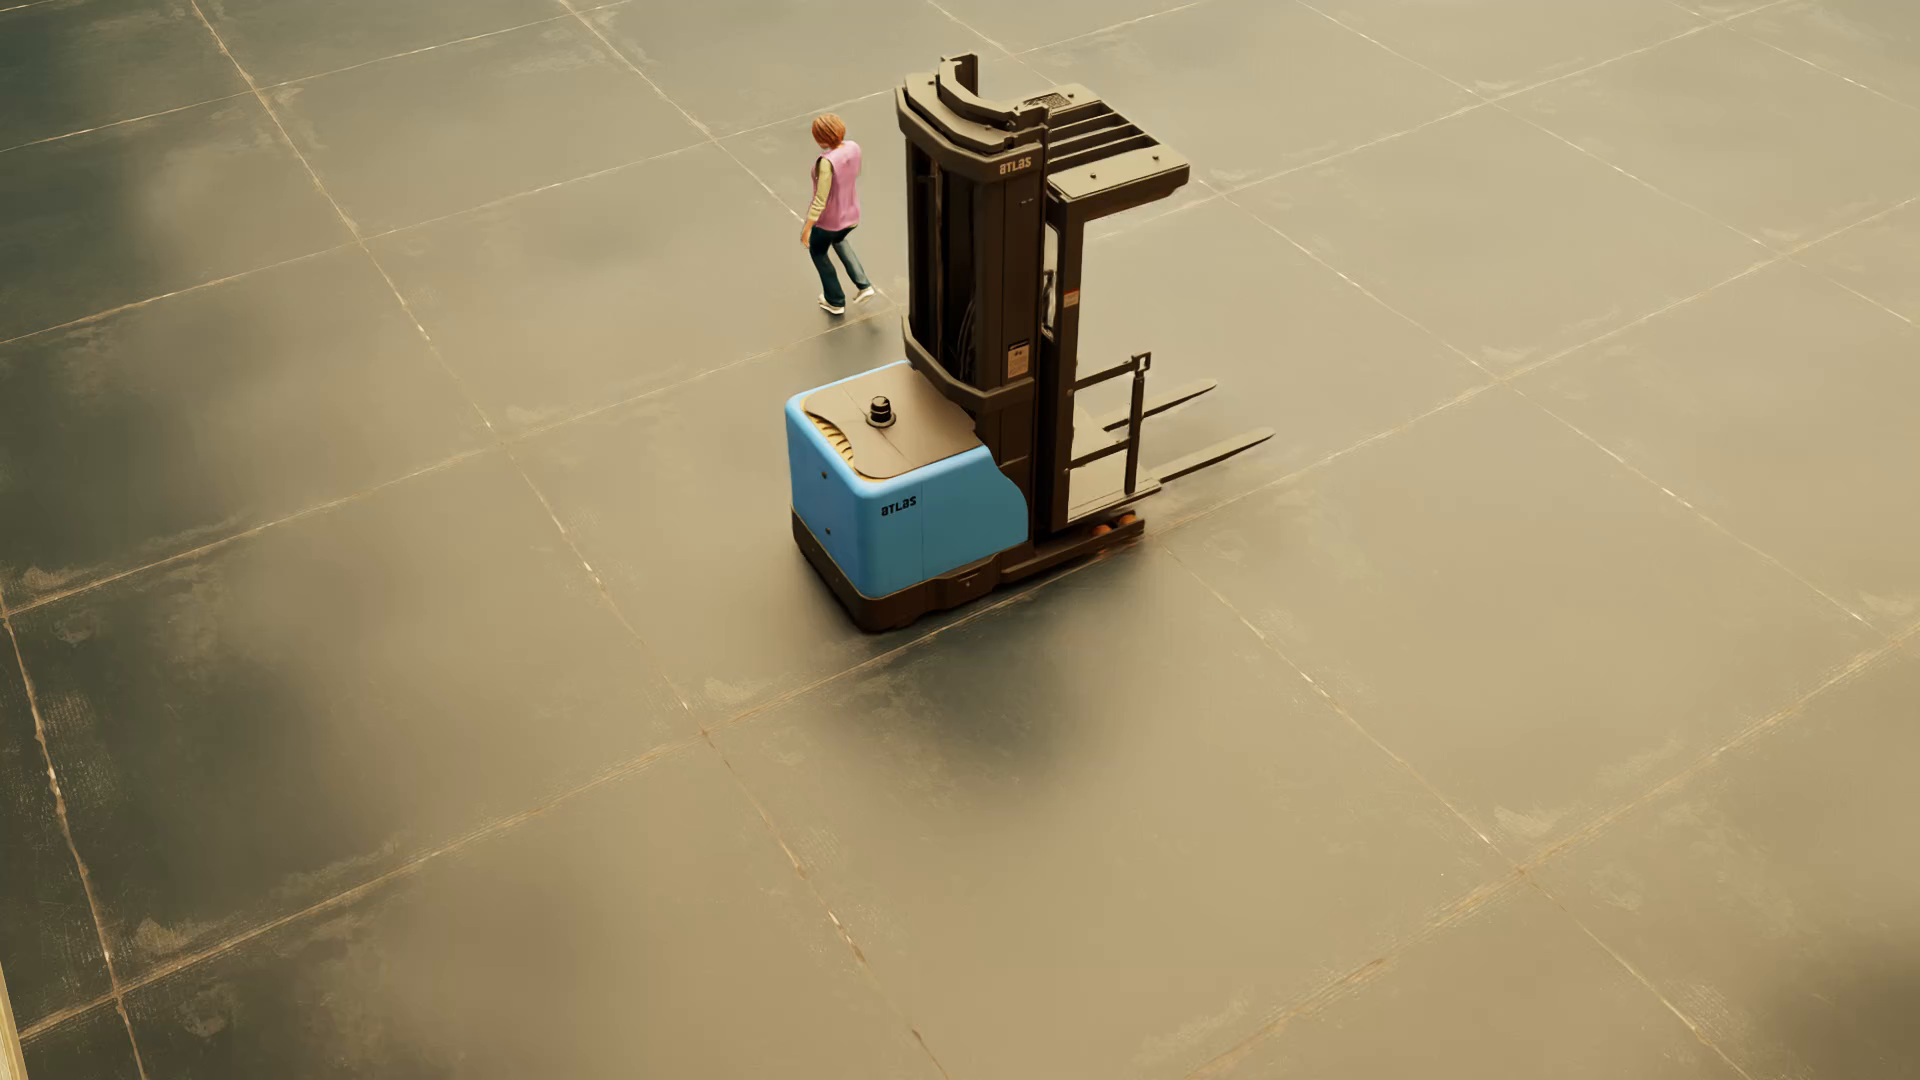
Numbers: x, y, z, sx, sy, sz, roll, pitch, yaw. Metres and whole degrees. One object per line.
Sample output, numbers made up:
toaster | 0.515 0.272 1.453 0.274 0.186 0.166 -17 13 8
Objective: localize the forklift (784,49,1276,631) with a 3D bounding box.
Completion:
forklift | 0.527 -1.309 9.369 3.031 2.935 1.130 -21 45 -22

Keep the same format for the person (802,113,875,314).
person | -0.902 -2.220 11.468 0.623 1.553 0.480 -32 50 -31
